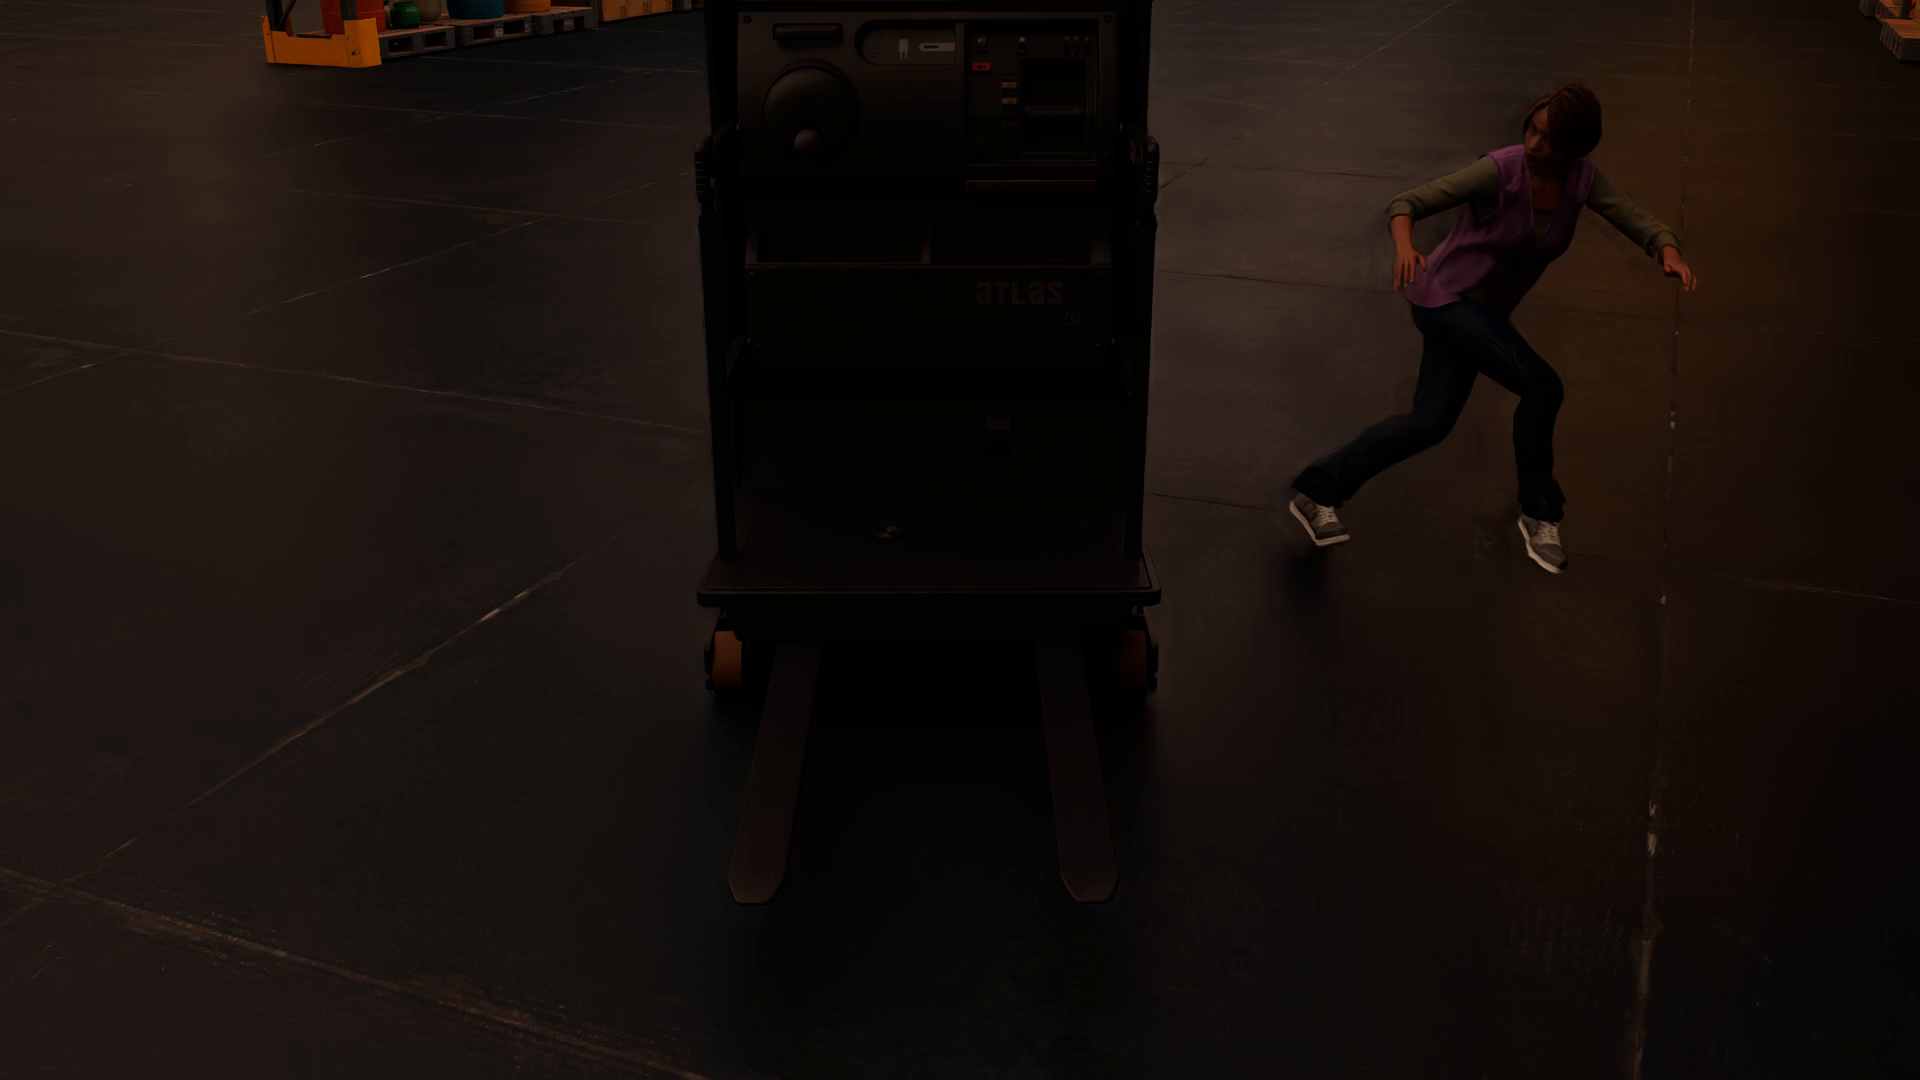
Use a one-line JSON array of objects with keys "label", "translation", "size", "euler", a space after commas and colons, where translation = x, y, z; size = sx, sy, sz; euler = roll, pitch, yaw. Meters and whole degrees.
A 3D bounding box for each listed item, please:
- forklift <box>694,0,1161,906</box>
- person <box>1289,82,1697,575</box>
[{"label": "forklift", "translation": [-0.076, -1.084, 3.886], "size": [1.130, 2.935, 3.031], "euler": [0, 23, 0]}, {"label": "person", "translation": [1.518, -0.569, 4.687], "size": [0.827, 1.379, 0.937], "euler": [-16, 28, -34]}]
